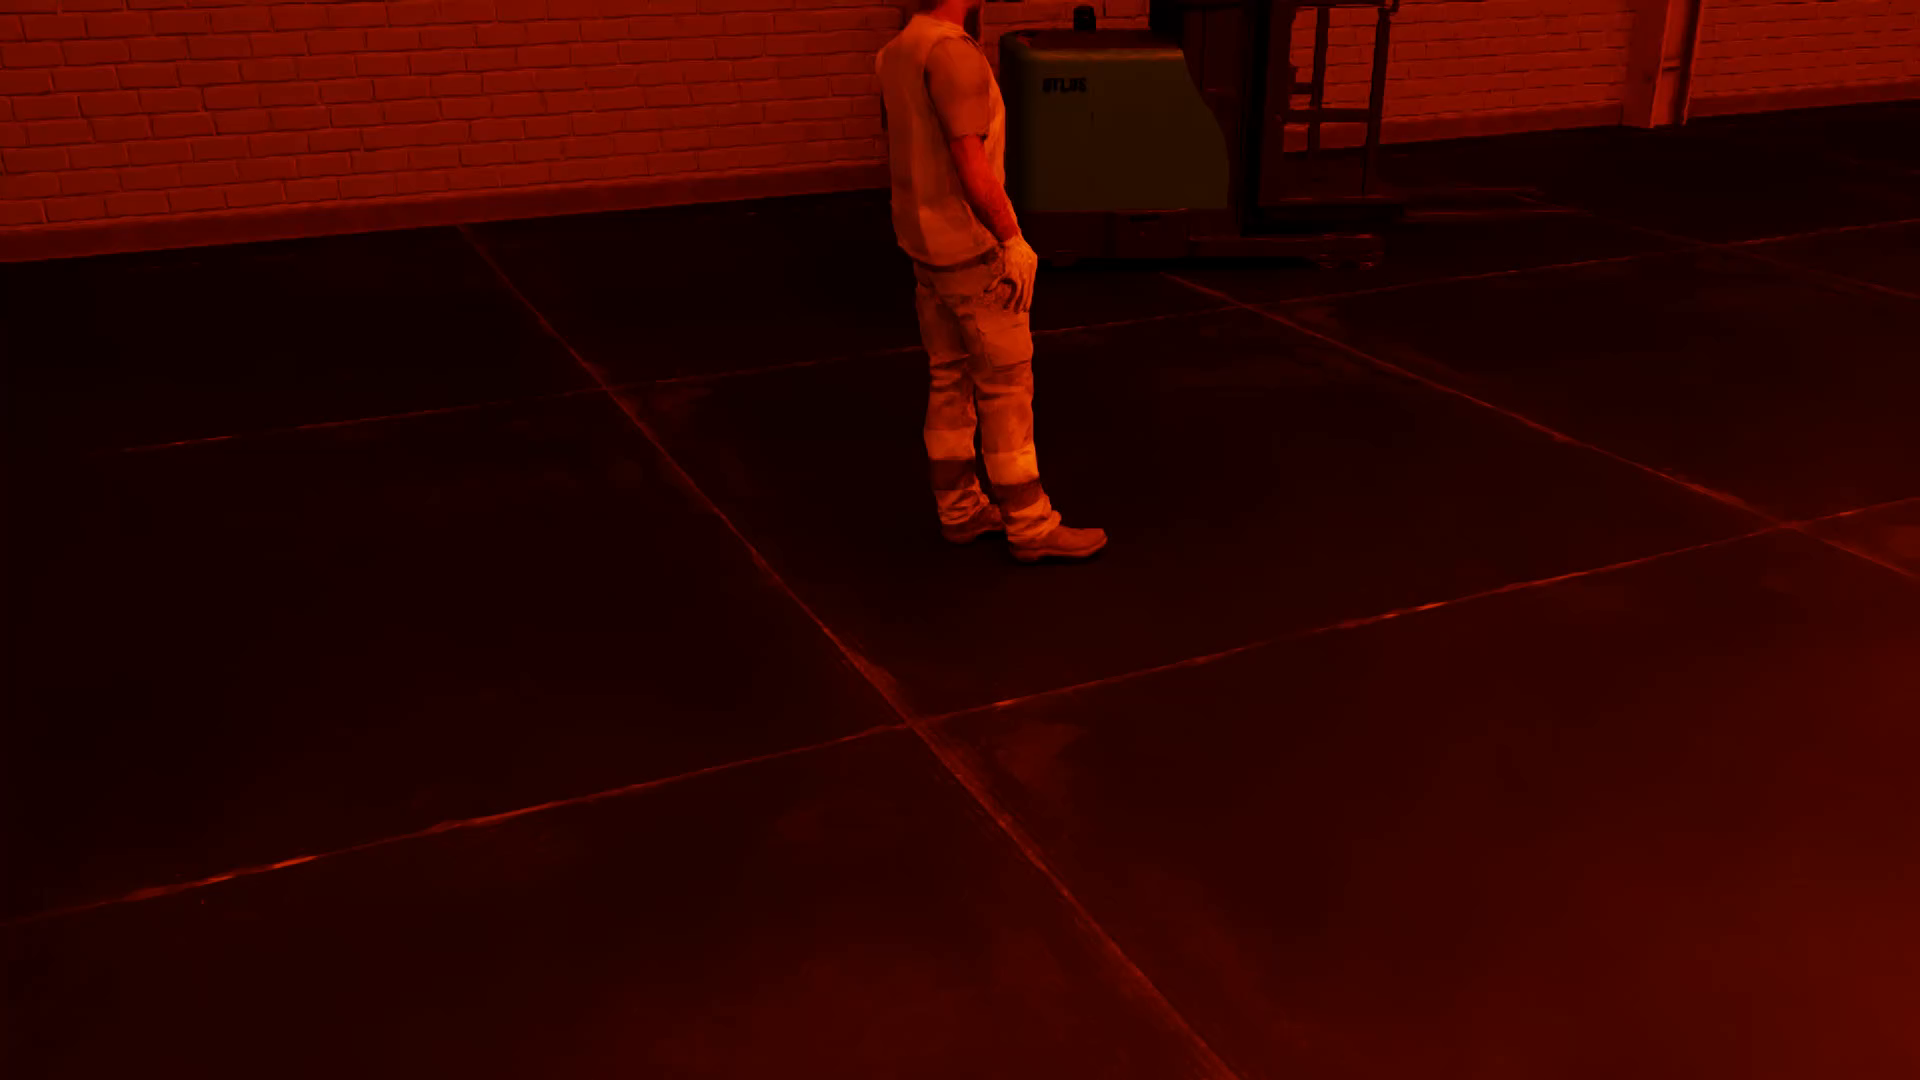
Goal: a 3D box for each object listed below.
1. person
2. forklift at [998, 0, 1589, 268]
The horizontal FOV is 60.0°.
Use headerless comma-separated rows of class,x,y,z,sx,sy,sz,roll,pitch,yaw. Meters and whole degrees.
person,0.077,-0.842,4.783,0.563,1.787,0.637,-10,25,-23
forklift,1.736,-2.932,8.345,3.031,2.935,1.130,-2,23,-5
